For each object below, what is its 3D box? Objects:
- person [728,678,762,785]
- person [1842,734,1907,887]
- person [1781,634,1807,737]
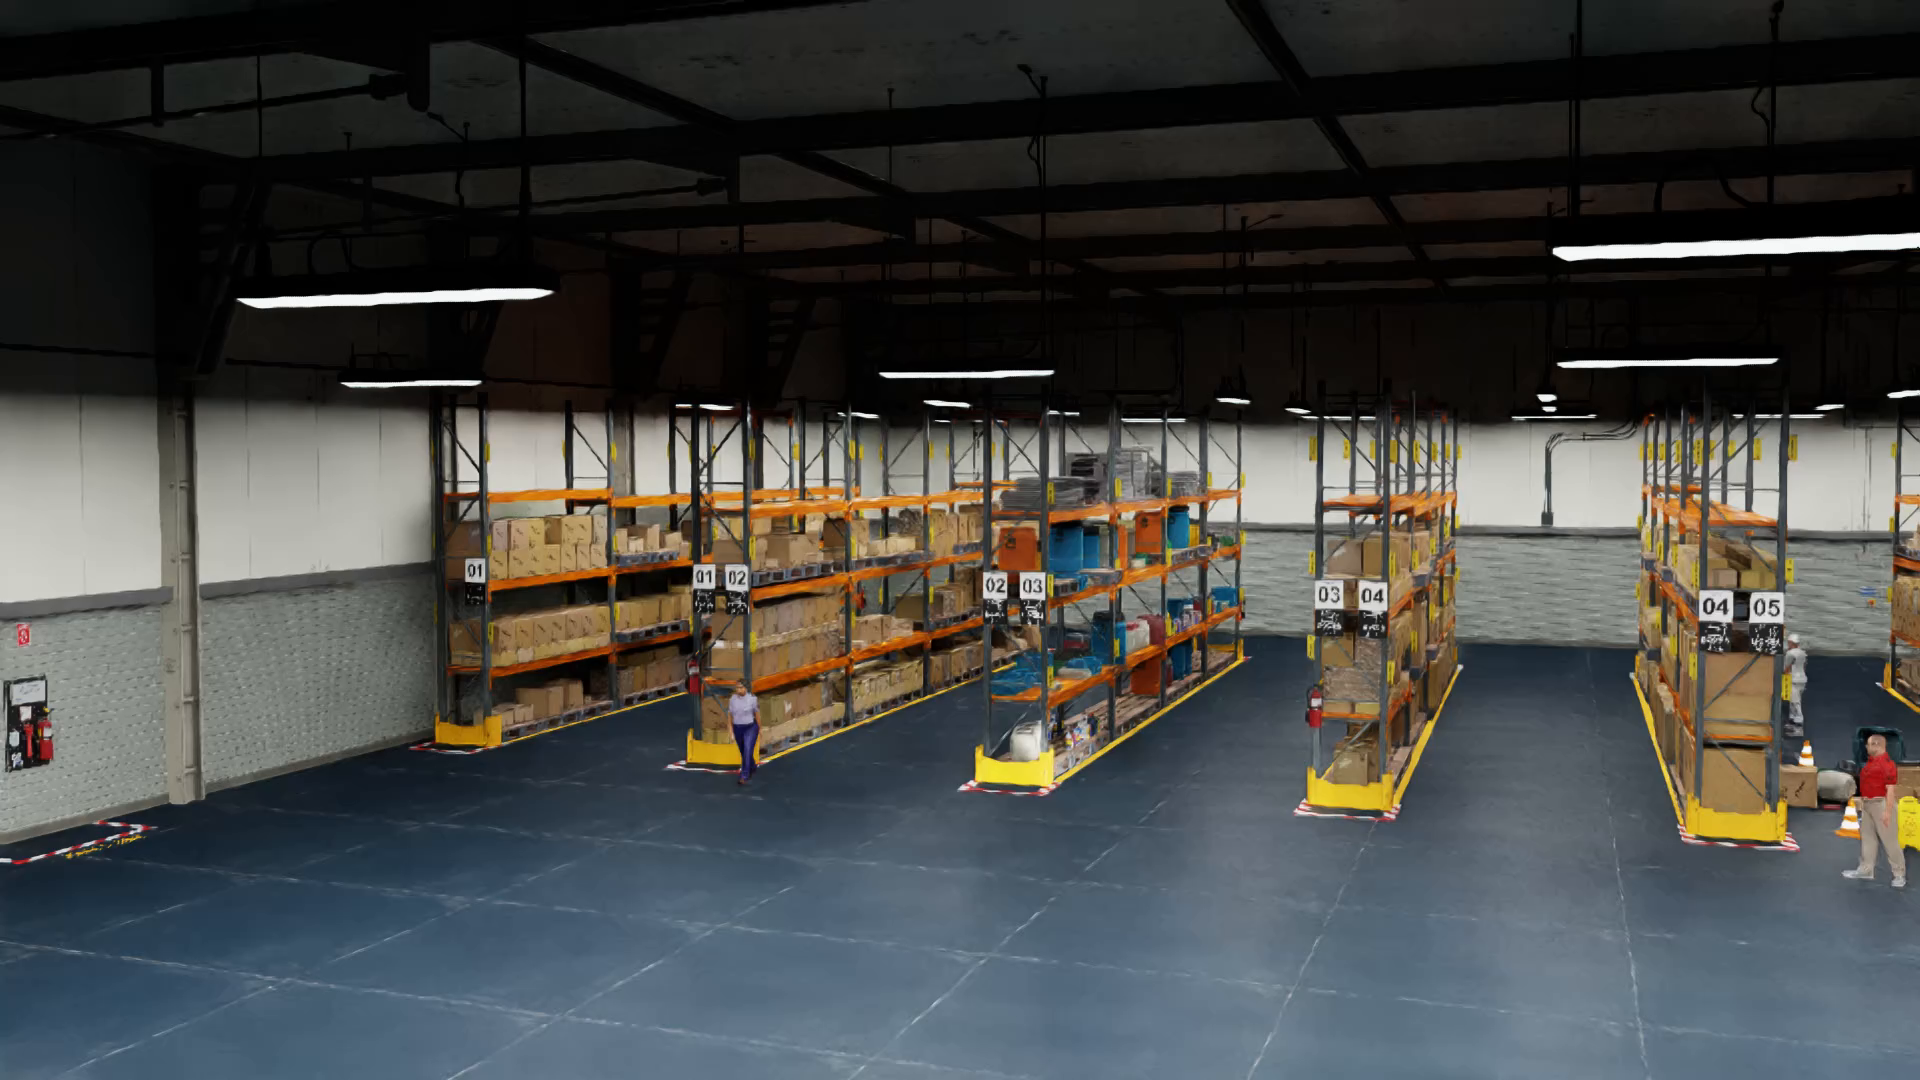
[{"bbox_3d":[-3.278,2.870,25.141,0.482,1.551,1.090,1,3,18],"label":"person"},{"bbox_3d":[10.661,3.112,19.282,0.549,1.724,0.659,0,3,5],"label":"person"},{"bbox_3d":[14.652,2.534,29.286,0.651,1.785,0.577,-2,4,-38],"label":"person"}]
